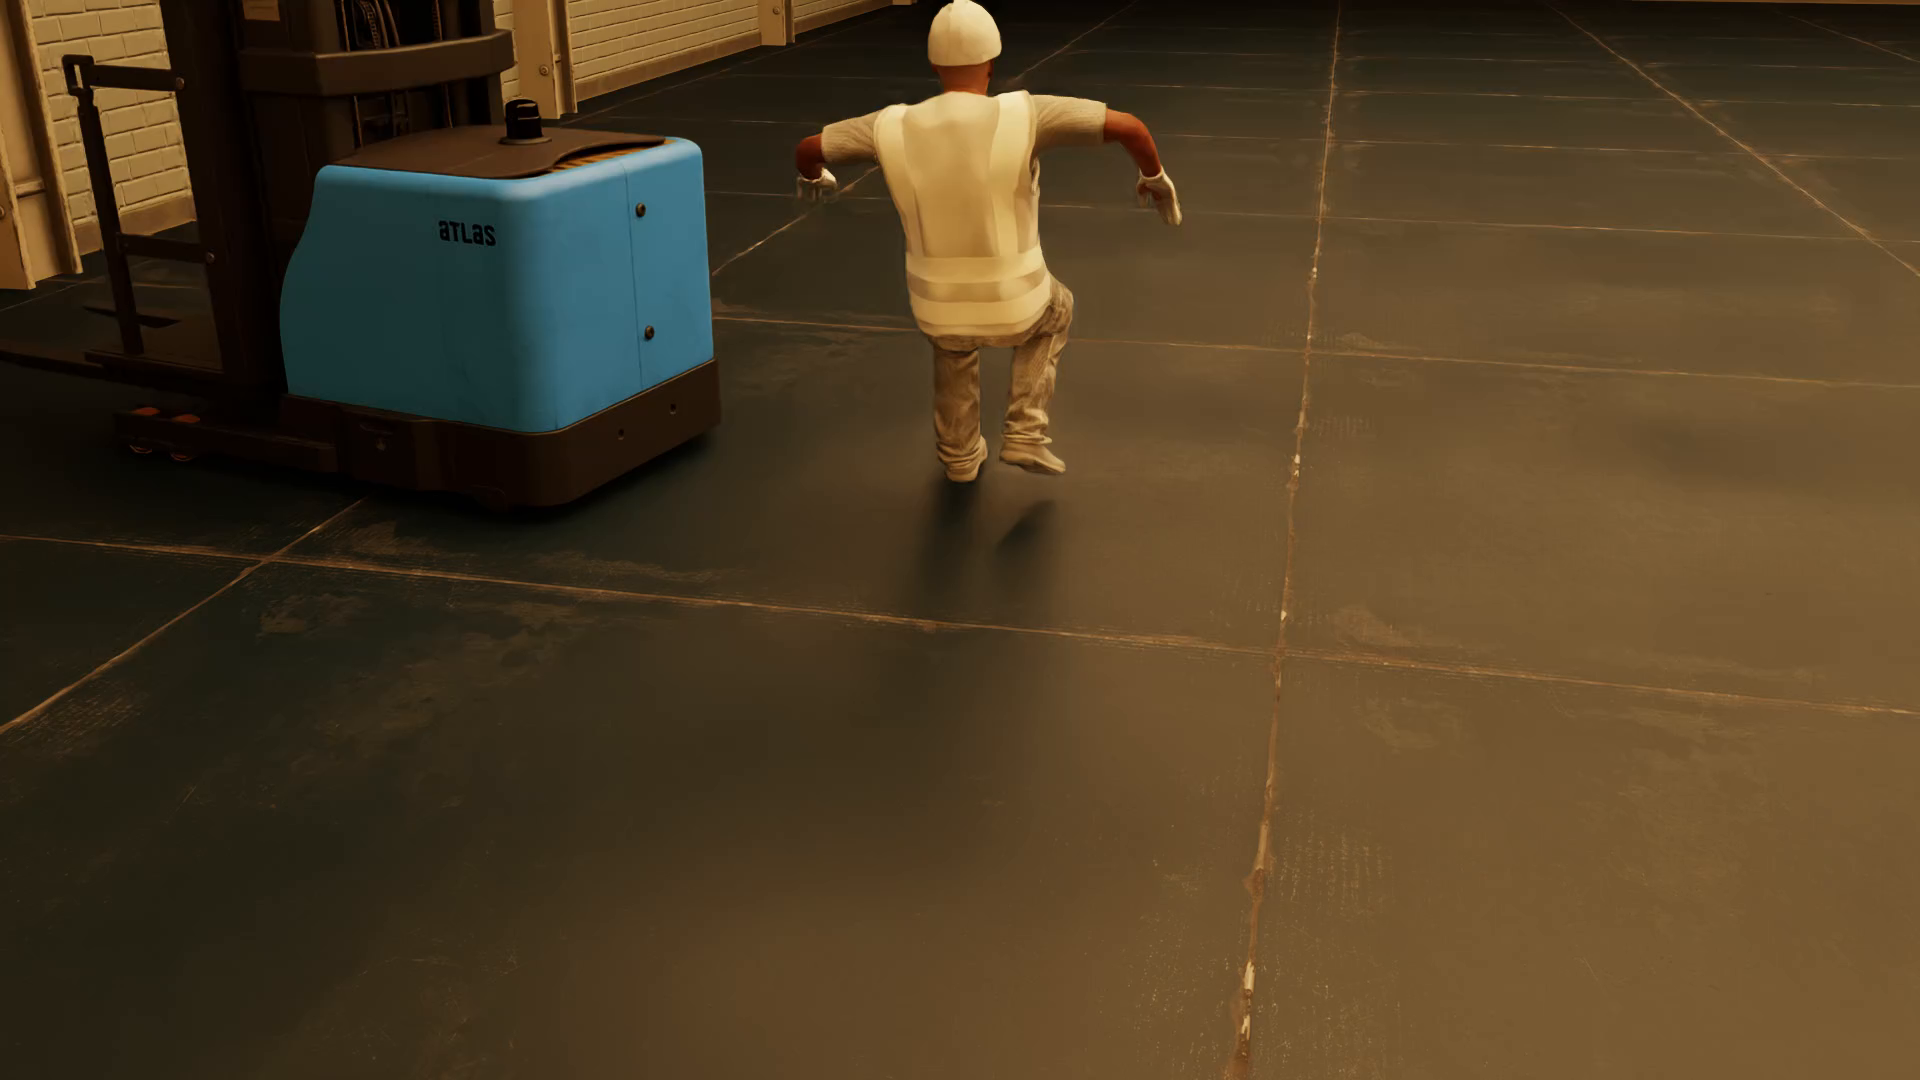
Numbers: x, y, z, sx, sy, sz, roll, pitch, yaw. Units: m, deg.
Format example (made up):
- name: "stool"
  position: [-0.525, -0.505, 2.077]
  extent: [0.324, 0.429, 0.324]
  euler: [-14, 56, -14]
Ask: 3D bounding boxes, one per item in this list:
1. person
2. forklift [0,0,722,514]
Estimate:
- name: "person"
  position: [0.070, -0.871, 5.195]
  extent: [1.234, 1.593, 0.857]
  euler: [5, 23, 11]
- name: "forklift"
  position: [-2.422, -1.799, 5.679]
  extent: [3.031, 2.935, 1.130]
  euler: [10, 24, 23]
